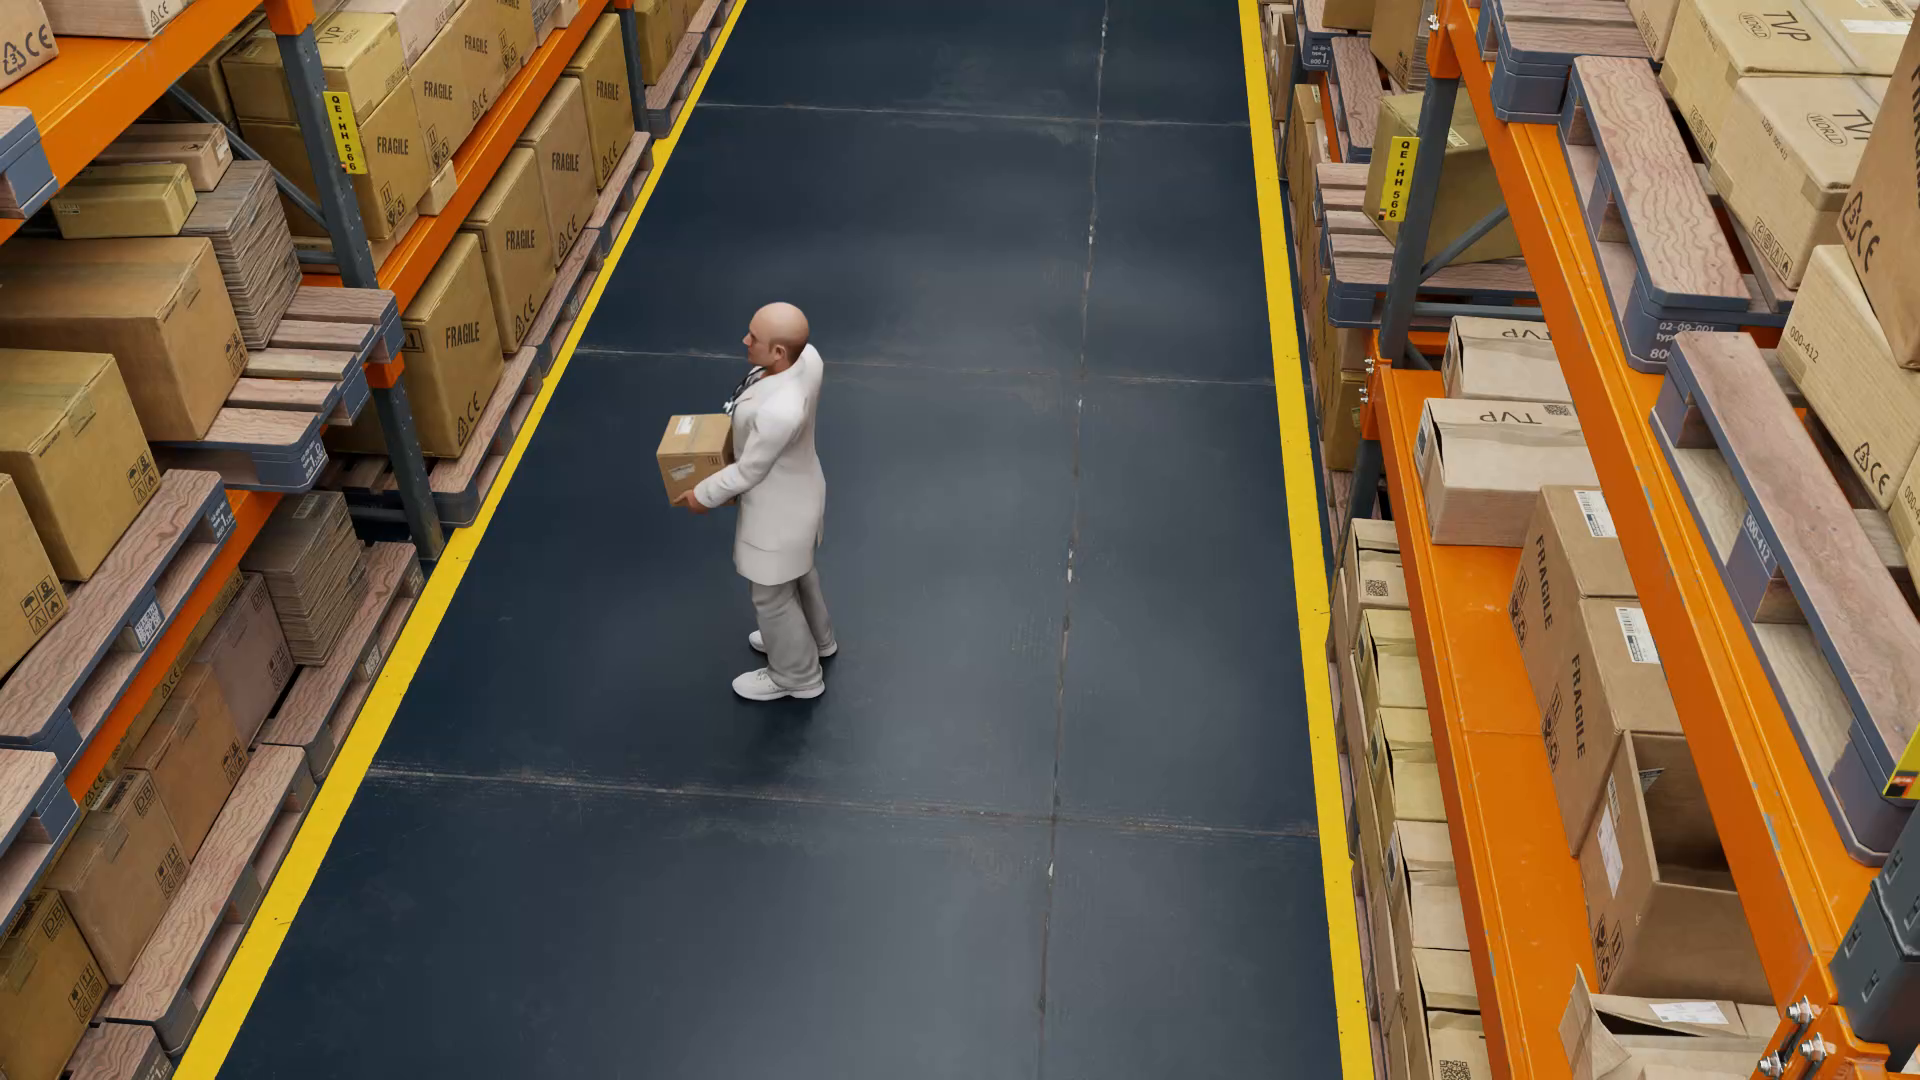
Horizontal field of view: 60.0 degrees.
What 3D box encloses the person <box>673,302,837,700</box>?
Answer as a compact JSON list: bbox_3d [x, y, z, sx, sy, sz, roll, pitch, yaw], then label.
[{"bbox_3d":[-0.787,-0.146,6.348,0.548,1.775,0.528,4,40,5],"label":"person"}]
